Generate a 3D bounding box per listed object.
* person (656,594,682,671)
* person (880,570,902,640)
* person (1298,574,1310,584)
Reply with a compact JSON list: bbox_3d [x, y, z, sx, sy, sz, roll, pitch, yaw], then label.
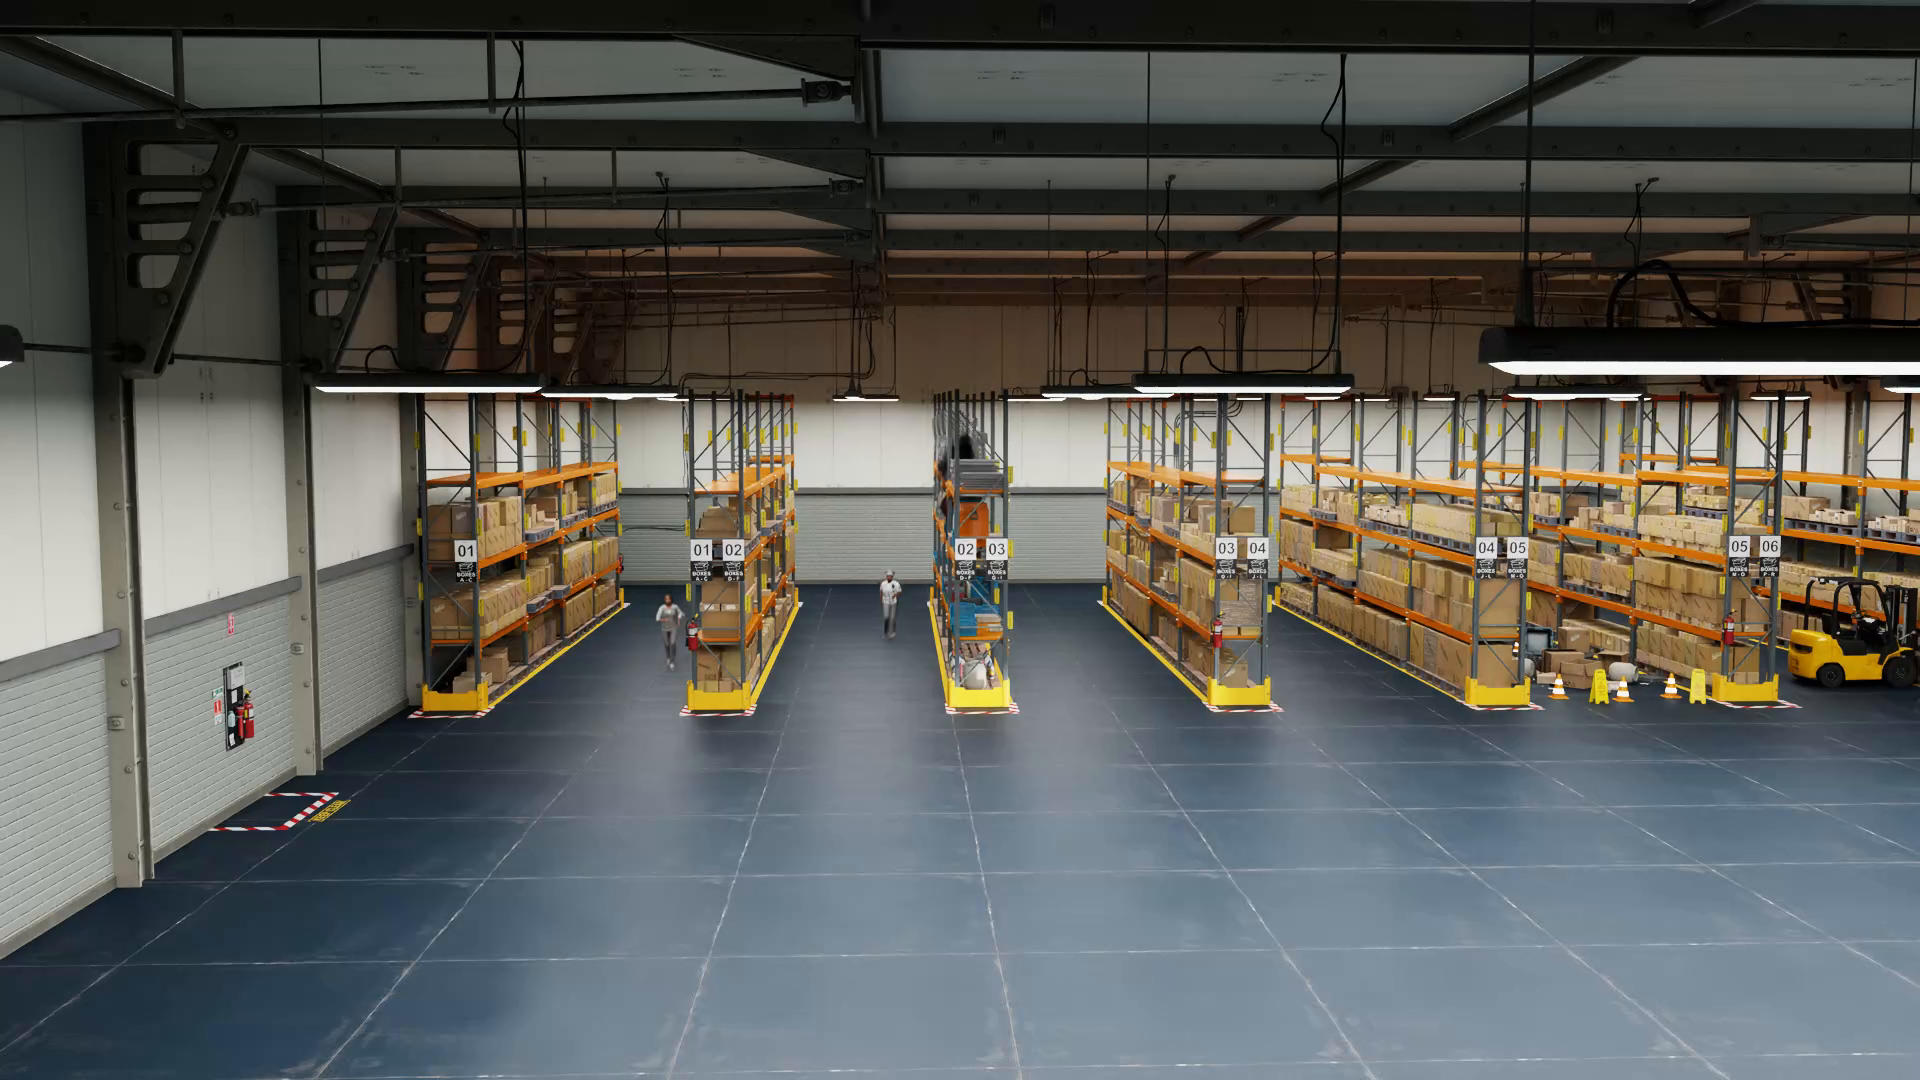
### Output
[{"bbox_3d":[-6.295,1.973,35.958,0.530,1.622,0.825,0,5,-5],"label":"person"},{"bbox_3d":[-1.683,1.584,40.515,0.569,1.734,0.735,0,5,3],"label":"person"},{"bbox_3d":[10.131,0.965,48.730,0.619,1.563,0.542,2,5,22],"label":"person"}]
